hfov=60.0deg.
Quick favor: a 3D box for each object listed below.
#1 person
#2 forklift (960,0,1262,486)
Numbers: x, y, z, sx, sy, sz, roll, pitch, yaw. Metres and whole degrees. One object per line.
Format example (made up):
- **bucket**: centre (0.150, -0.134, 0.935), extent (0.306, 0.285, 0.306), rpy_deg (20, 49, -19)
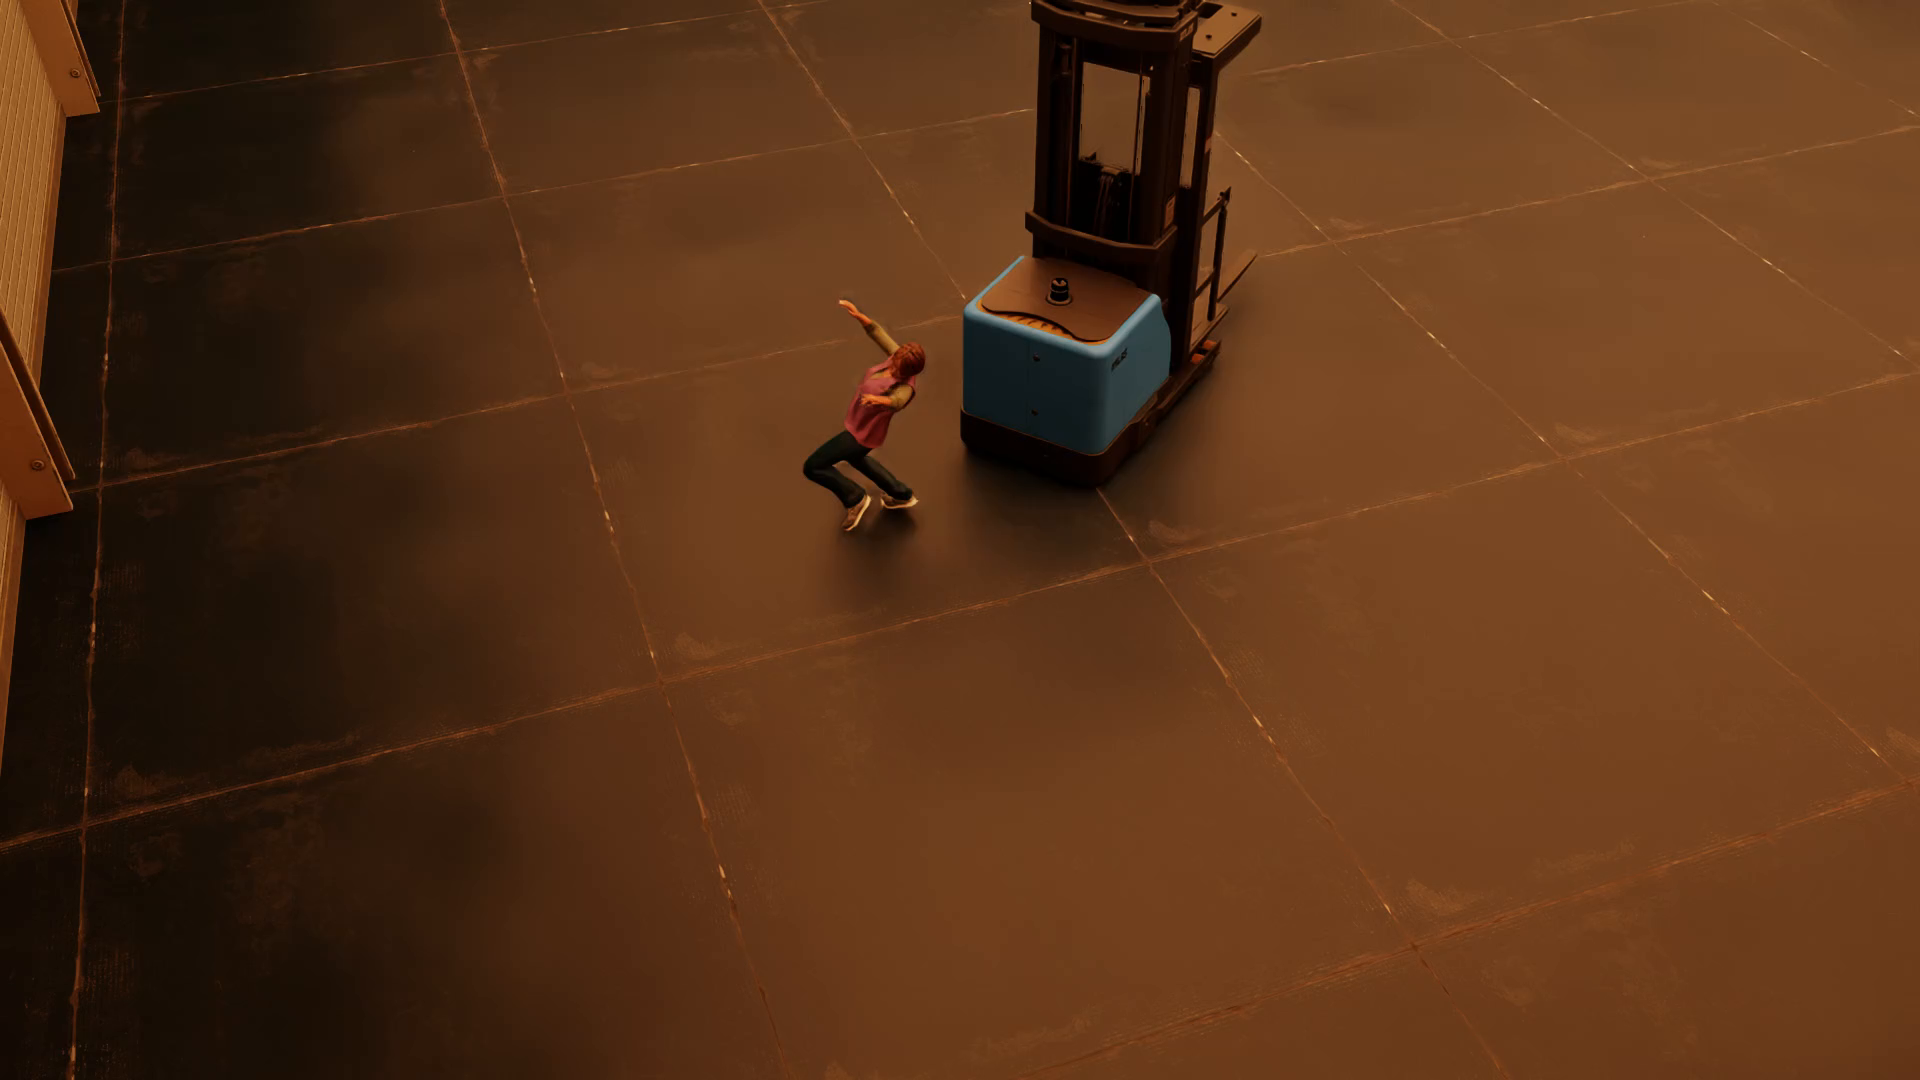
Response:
- **person**: centre (-0.588, -0.630, 9.868), extent (0.728, 1.510, 0.938), rpy_deg (6, 40, 7)
- **forklift**: centre (1.183, -2.397, 10.851), extent (1.130, 2.935, 3.031), rpy_deg (21, 44, 23)
